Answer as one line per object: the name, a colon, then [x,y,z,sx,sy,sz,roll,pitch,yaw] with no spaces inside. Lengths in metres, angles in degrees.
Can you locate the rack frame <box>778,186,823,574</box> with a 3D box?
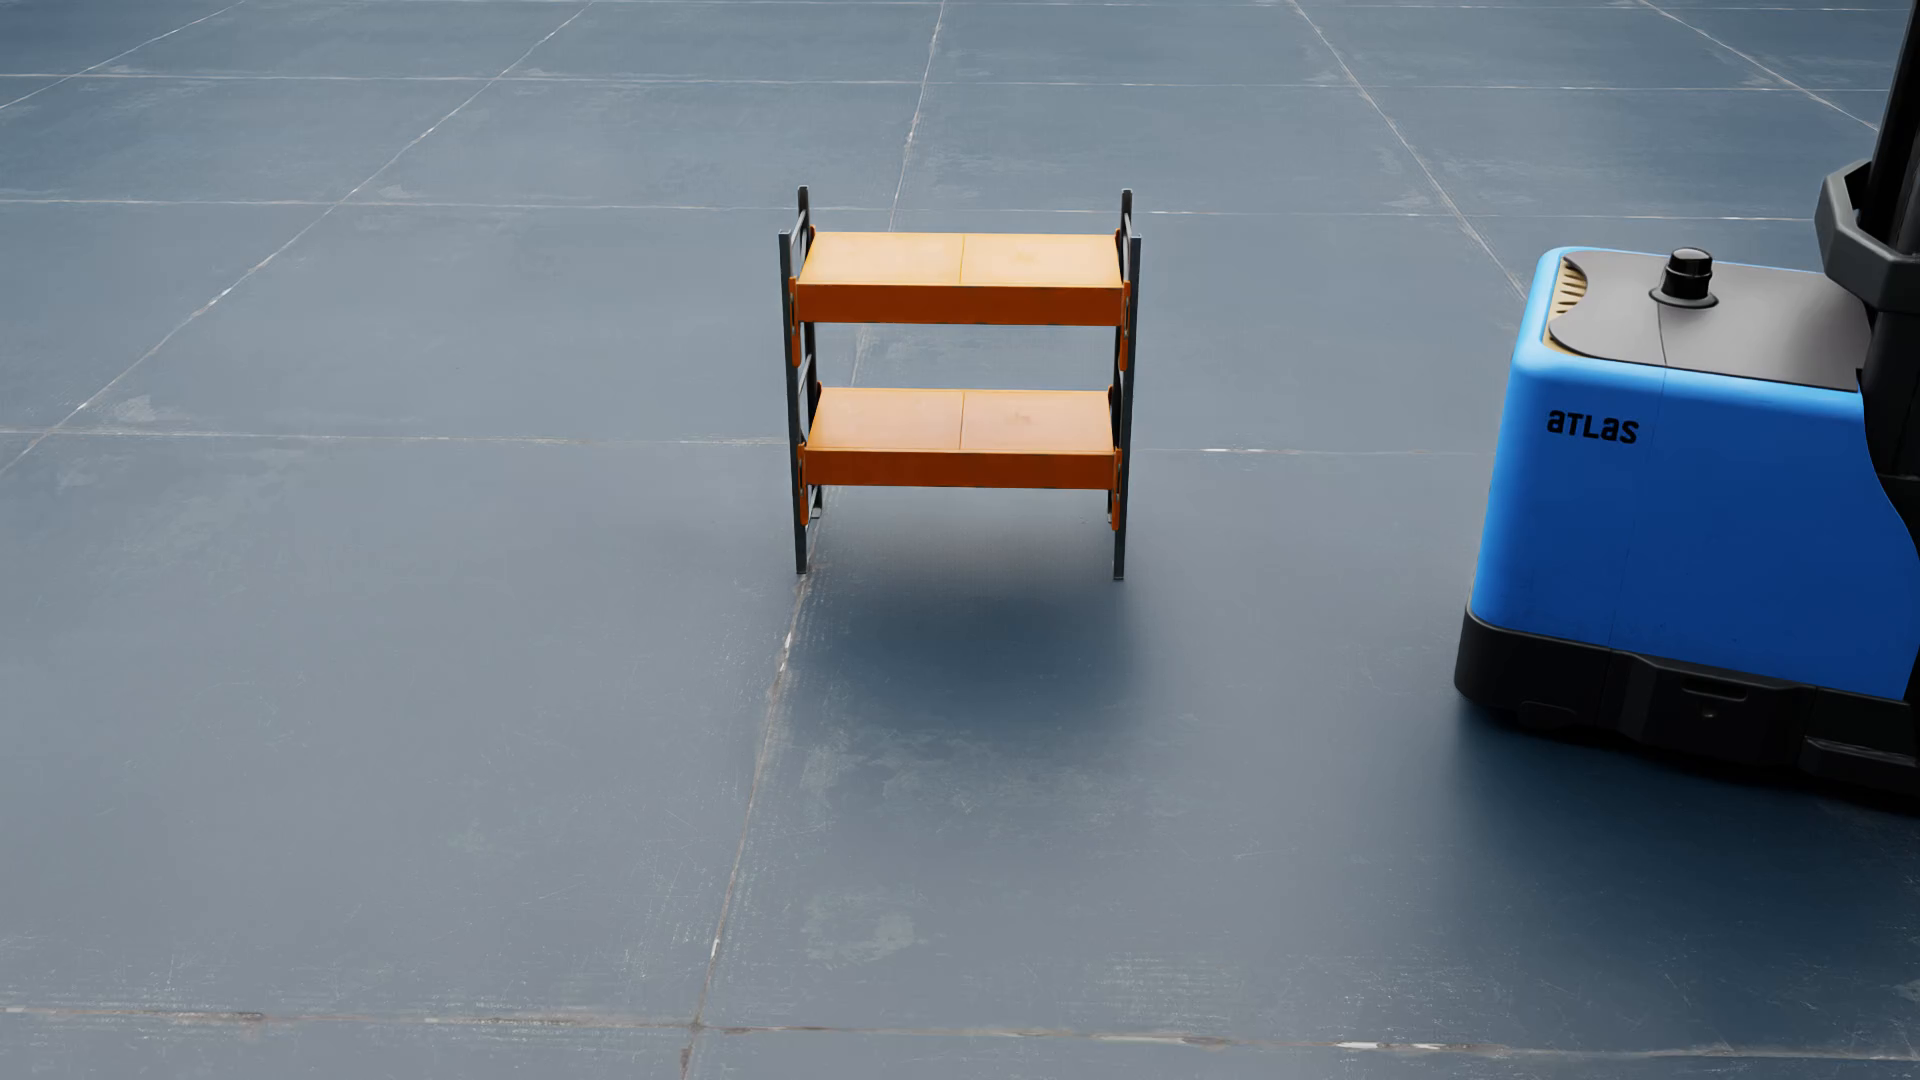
rack frame: [-0.501,-0.505,5.294,0.032,1.125,0.500,1,28,2]

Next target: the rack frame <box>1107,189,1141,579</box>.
rack frame: [0.515,-0.488,5.262,0.032,1.125,0.500,1,28,2]

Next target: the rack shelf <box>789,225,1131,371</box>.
rack shelf: [0.007,-0.755,5.141,1.000,0.278,0.538,1,28,2]

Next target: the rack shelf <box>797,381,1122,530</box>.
rack shelf: [0.007,-0.281,5.393,1.000,0.278,0.538,1,28,2]

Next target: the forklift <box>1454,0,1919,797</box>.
forklift: [2.945,-0.764,3.855,3.031,2.935,1.130,10,30,19]

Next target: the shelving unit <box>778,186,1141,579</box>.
shelving unit: [0.007,-0.497,5.278,1.048,1.125,0.538,1,28,2]
